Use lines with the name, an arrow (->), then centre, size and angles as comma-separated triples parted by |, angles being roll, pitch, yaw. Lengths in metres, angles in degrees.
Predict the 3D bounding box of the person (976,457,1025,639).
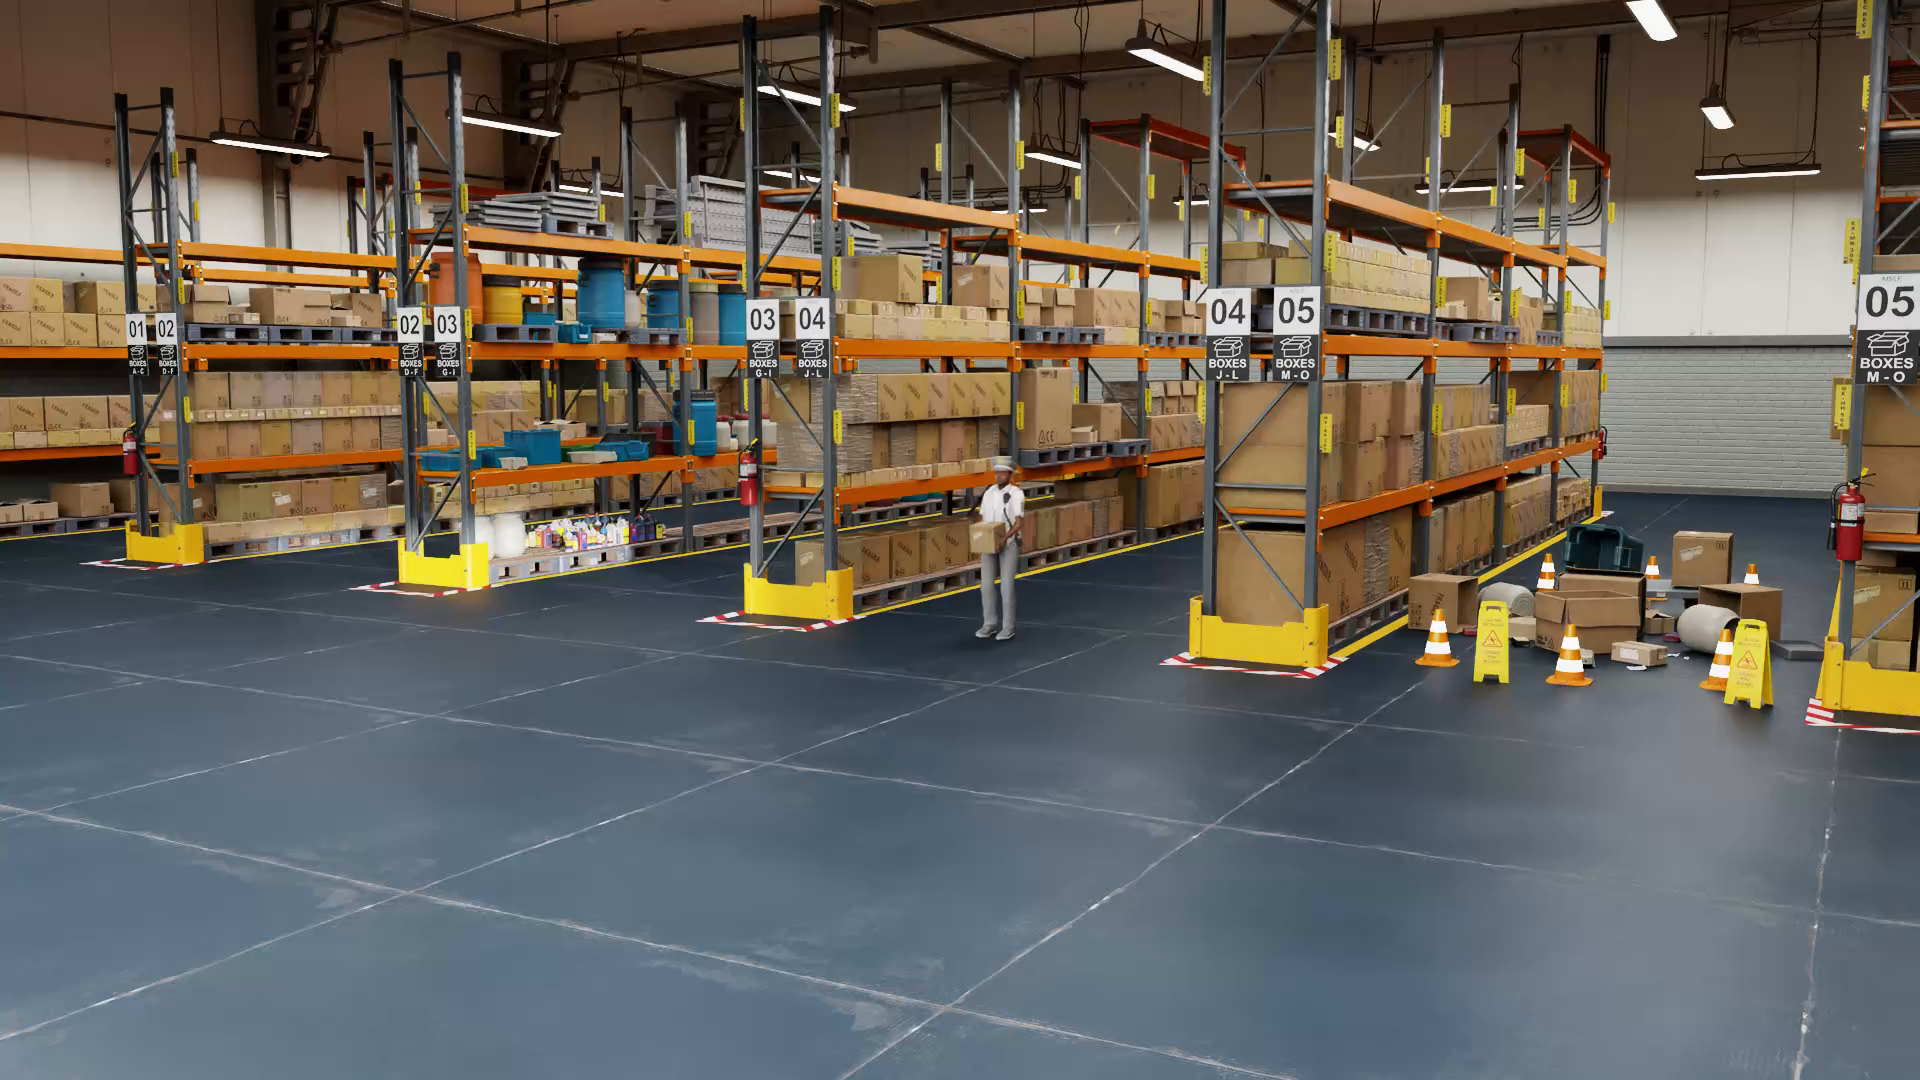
person -> 0.351, 0.075, 15.529 | 0.468, 1.688, 0.503 | 3, 7, 28
